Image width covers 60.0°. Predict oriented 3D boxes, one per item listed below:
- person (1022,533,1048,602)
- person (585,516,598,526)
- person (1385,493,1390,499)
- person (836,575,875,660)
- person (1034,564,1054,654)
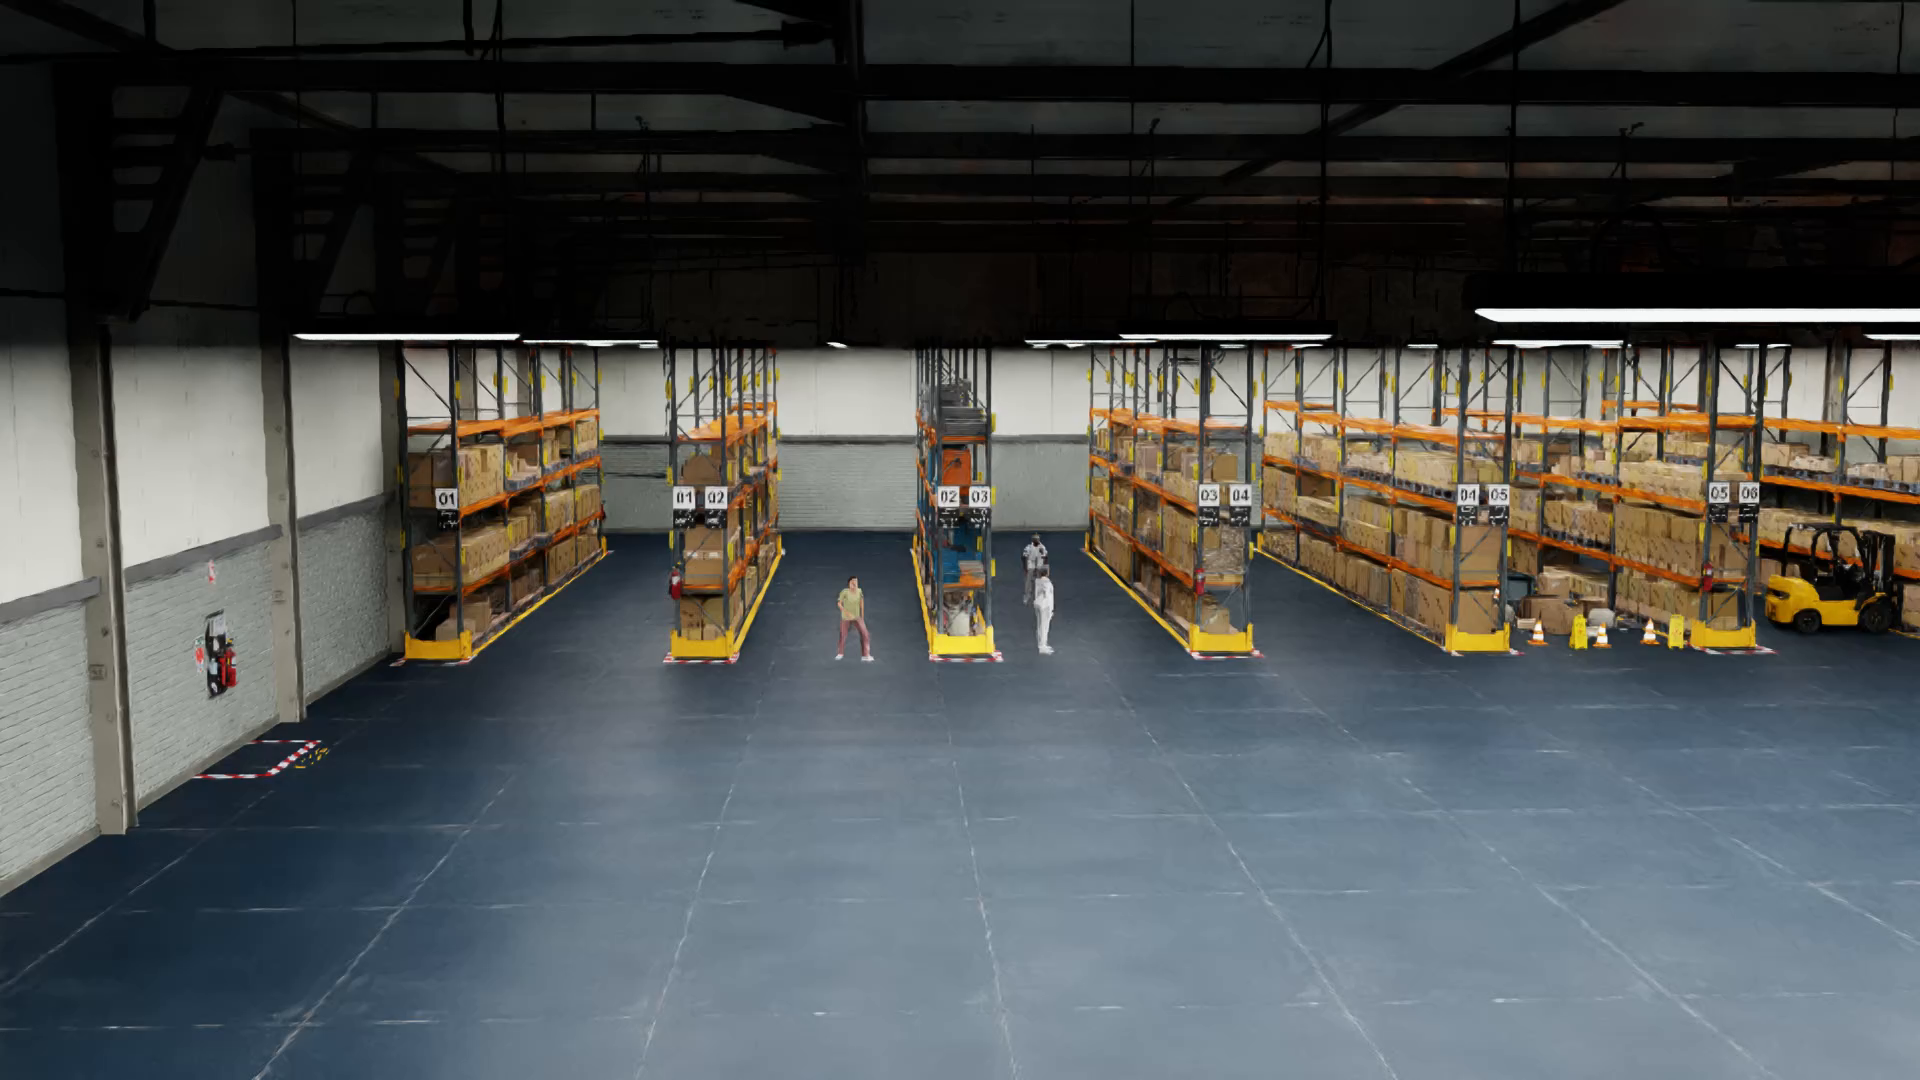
[{"bbox_3d":[1.704,0.639,37.793,0.592,1.618,0.532,-1,7,-5],"label":"person"},{"bbox_3d":[-10.823,-0.685,48.570,0.532,1.770,0.759,3,7,27],"label":"person"},{"bbox_3d":[13.546,-1.020,52.153,0.615,1.661,0.497,-5,8,-36],"label":"person"},{"bbox_3d":[-1.993,1.424,30.786,0.624,1.604,0.811,-2,7,-21],"label":"person"},{"bbox_3d":[1.624,1.295,31.597,0.416,1.677,0.537,-4,8,-30],"label":"person"}]
